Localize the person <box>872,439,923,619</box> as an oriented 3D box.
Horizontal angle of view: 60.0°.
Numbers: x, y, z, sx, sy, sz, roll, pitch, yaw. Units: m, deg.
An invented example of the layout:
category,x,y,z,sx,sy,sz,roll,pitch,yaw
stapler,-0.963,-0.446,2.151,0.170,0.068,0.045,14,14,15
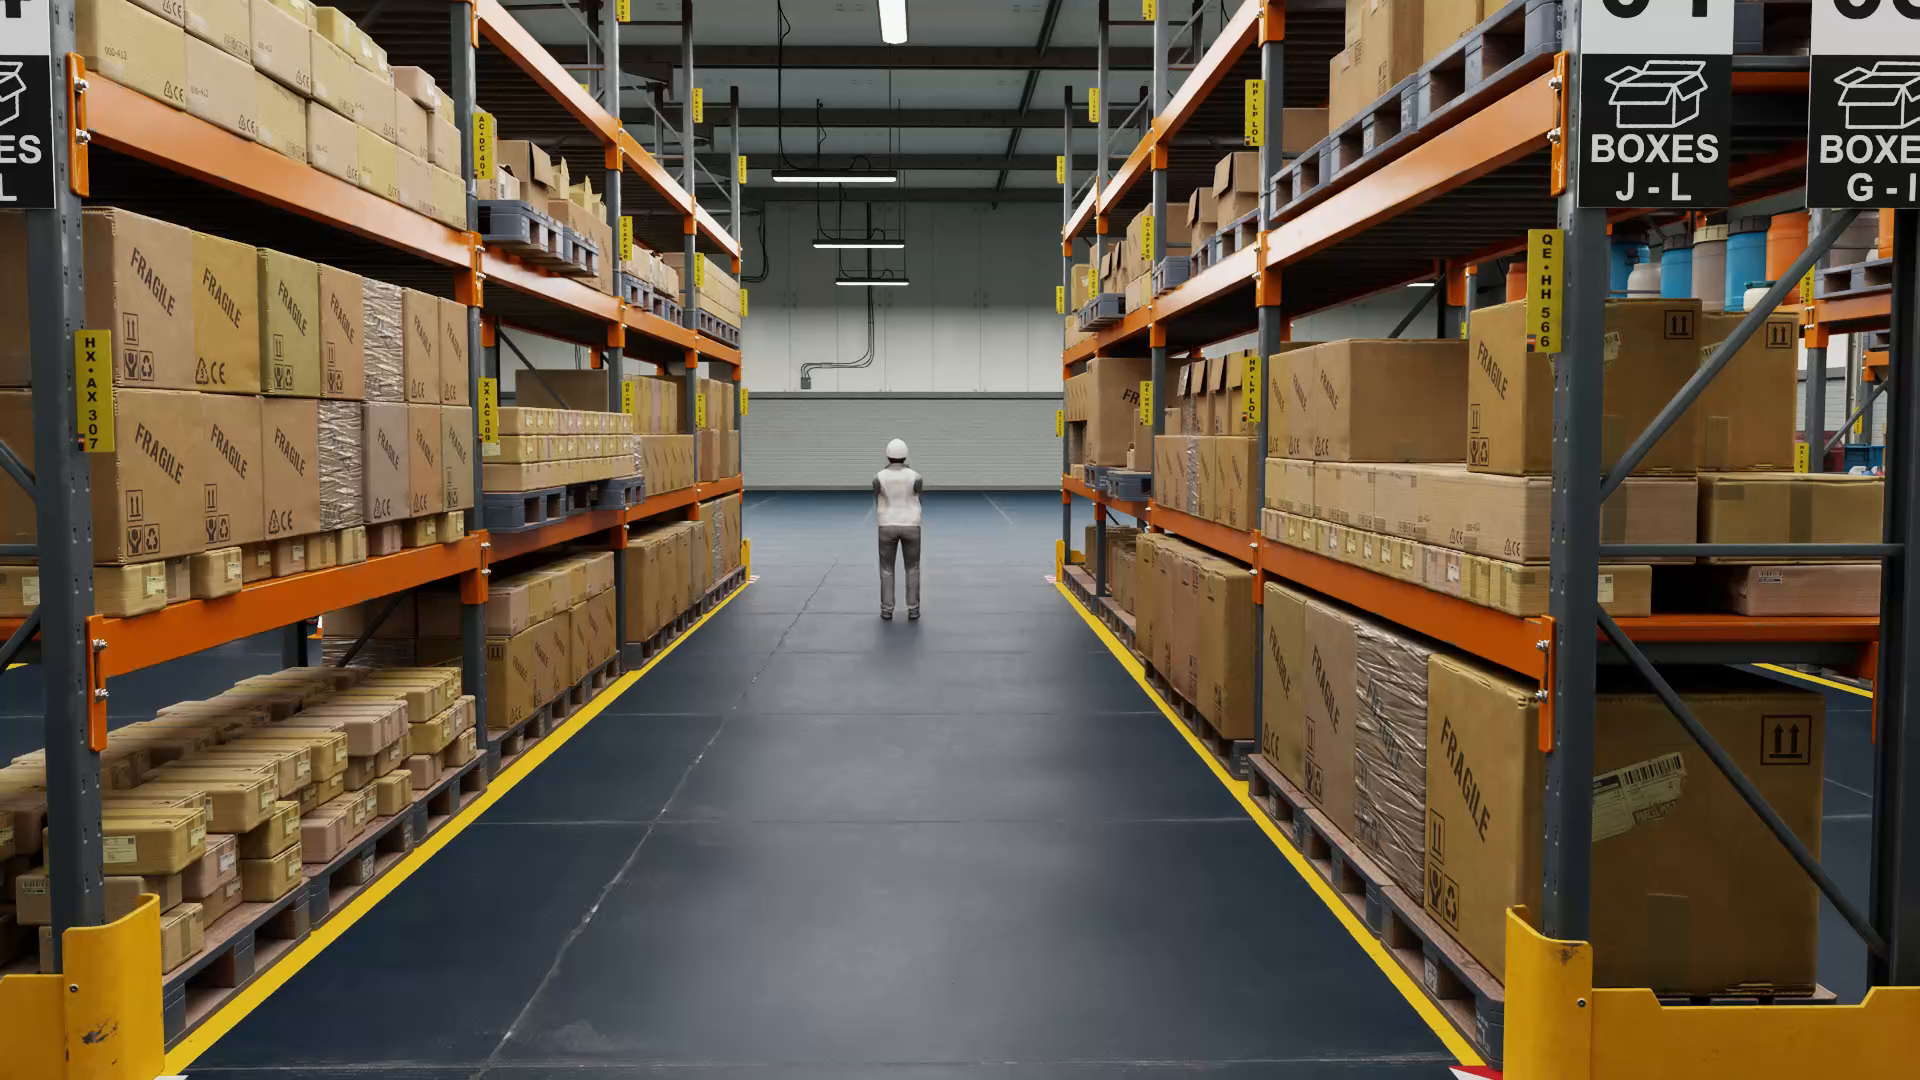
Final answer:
category,x,y,z,sx,sy,sz,roll,pitch,yaw
person,-0.614,-0.120,16.444,0.494,1.762,0.564,0,4,-1
